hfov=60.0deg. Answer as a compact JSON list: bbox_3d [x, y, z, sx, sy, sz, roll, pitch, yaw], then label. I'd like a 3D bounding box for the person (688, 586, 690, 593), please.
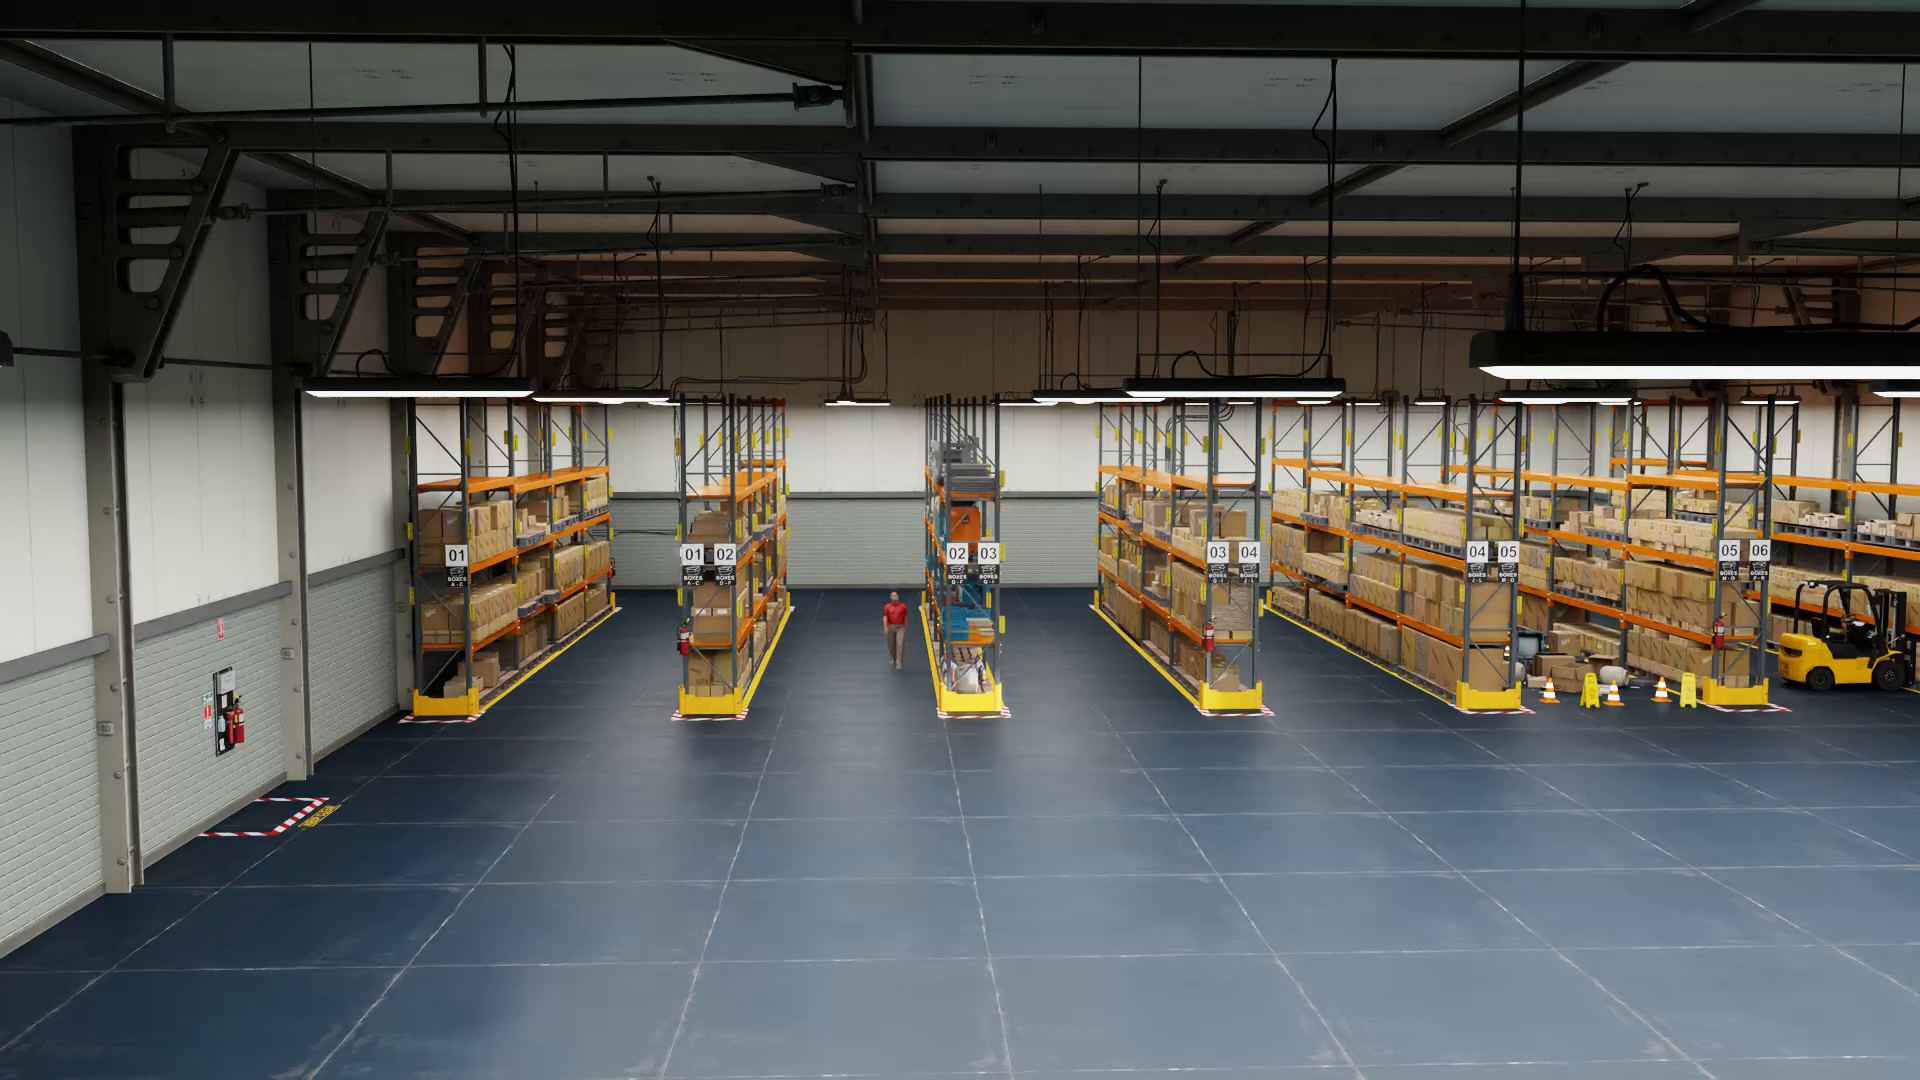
[{"bbox_3d":[-8.175,0.781,51.400,0.641,1.749,0.546,1,5,8],"label":"person"}]

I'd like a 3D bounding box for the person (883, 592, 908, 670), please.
[{"bbox_3d":[-1.433,1.982,36.570,0.532,1.661,0.990,0,5,2],"label":"person"}]

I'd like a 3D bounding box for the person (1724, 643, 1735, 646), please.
[{"bbox_3d":[16.804,1.978,36.337,0.440,1.772,0.573,3,5,30],"label":"person"}]
